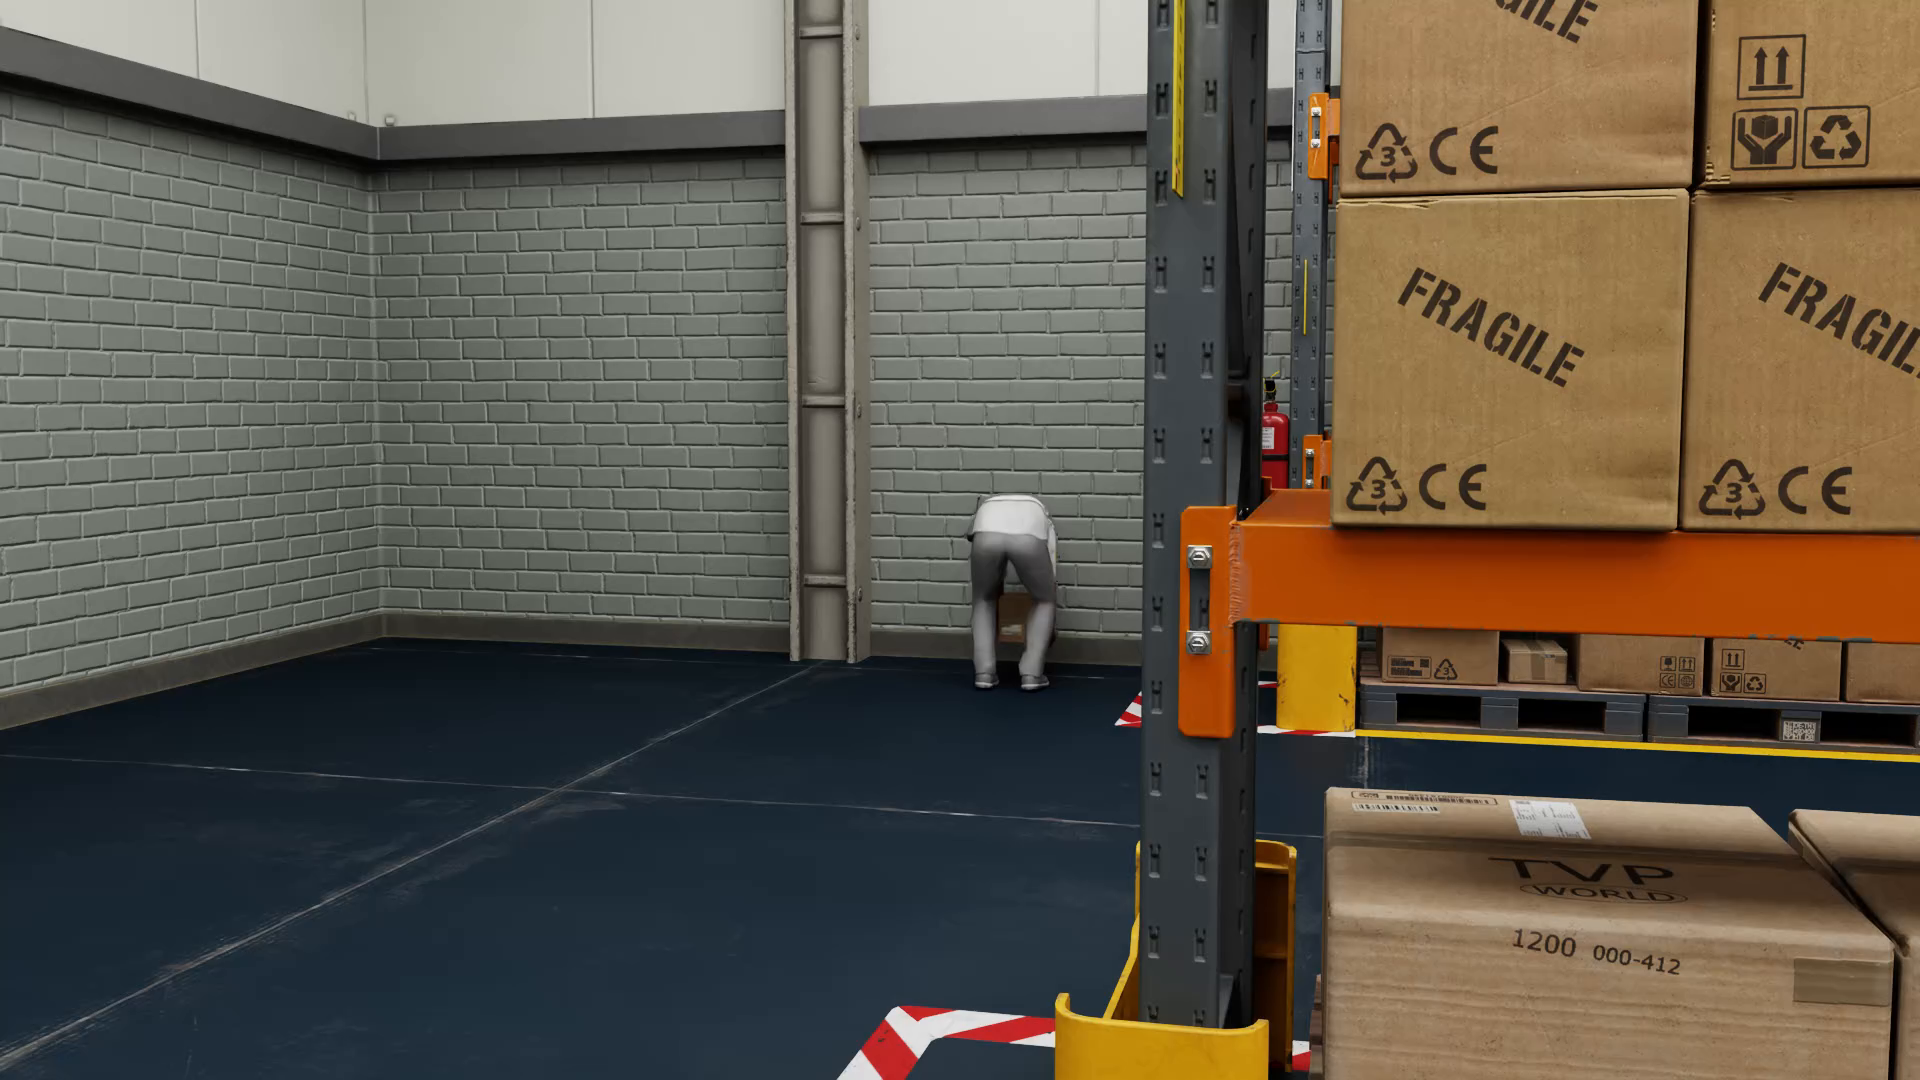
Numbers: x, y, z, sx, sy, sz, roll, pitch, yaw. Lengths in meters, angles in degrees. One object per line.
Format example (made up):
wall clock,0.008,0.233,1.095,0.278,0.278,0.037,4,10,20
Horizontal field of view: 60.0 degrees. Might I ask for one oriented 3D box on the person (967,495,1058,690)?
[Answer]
person,0.302,0.250,8.755,0.449,1.000,0.932,1,5,11
